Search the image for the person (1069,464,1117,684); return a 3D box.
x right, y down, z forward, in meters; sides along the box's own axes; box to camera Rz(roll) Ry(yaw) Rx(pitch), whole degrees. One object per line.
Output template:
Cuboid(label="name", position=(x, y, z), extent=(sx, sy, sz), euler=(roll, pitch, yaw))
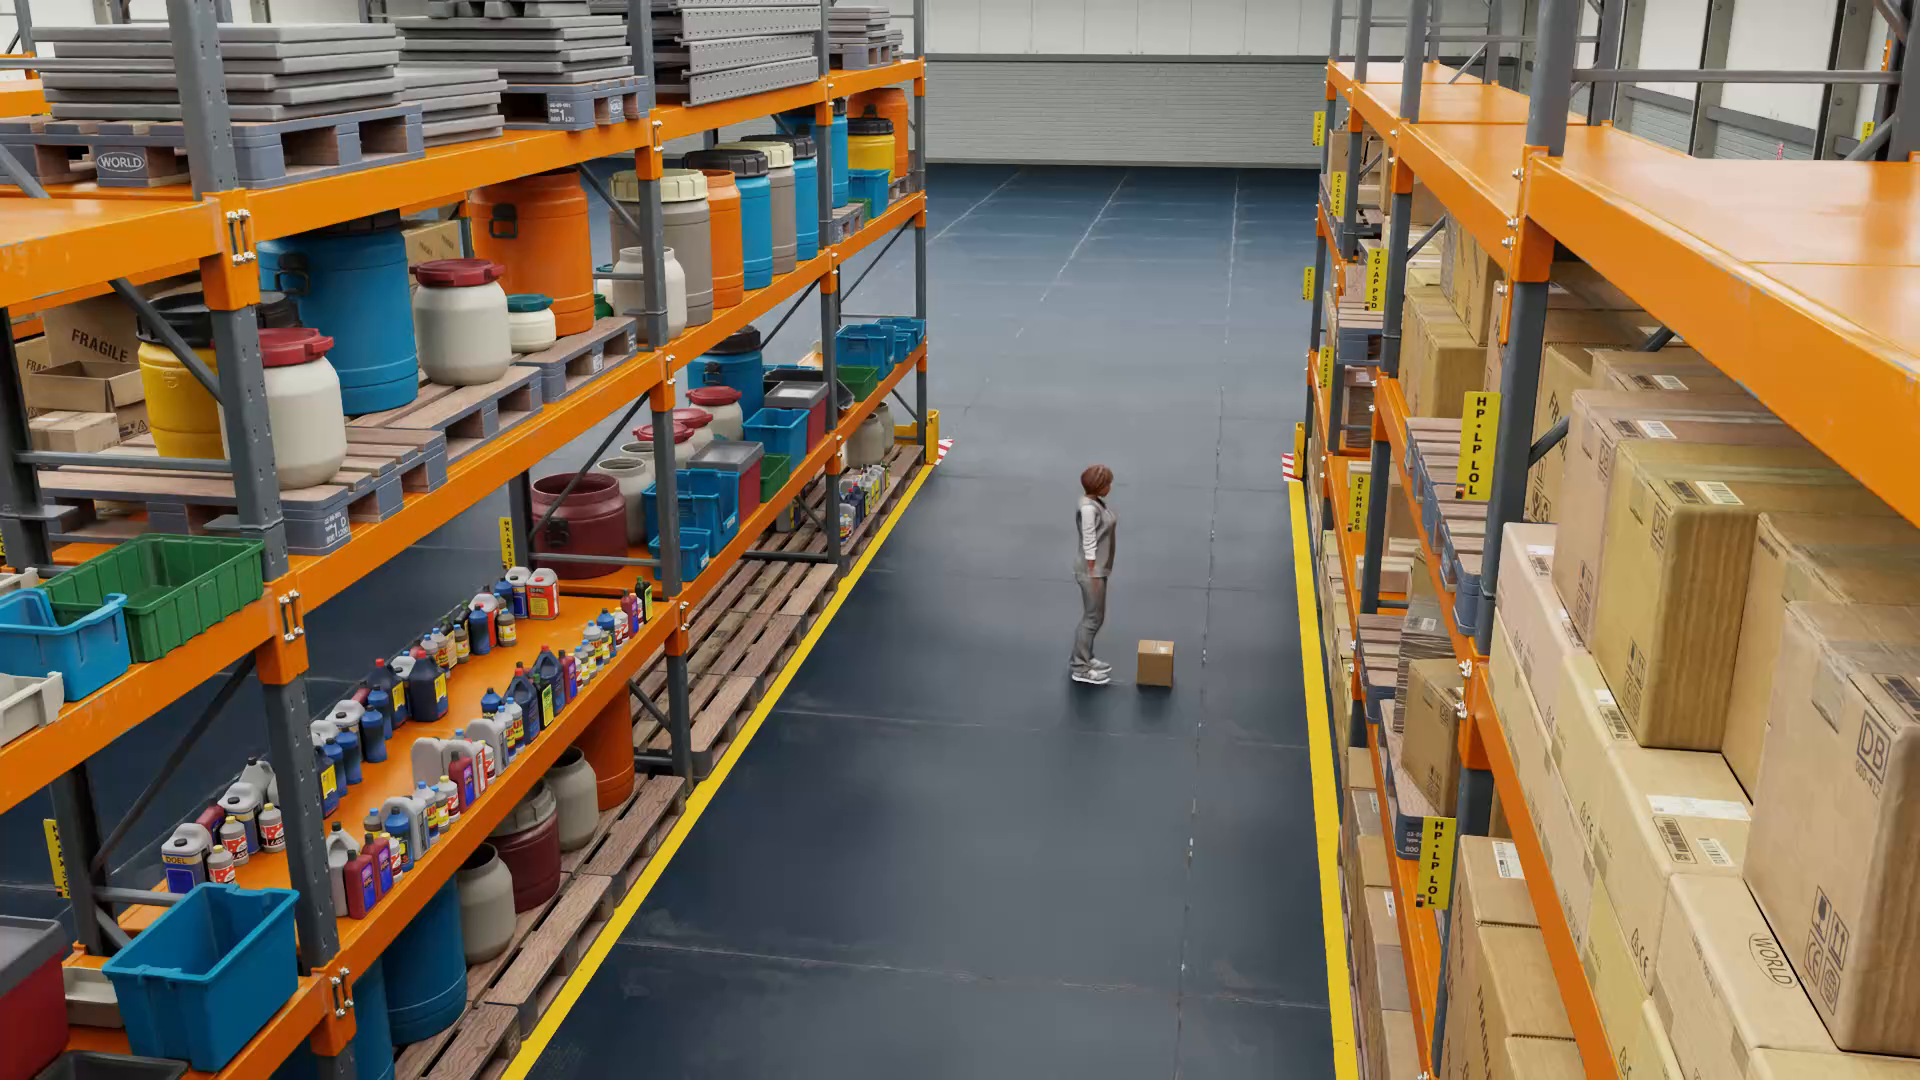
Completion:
Cuboid(label="person", position=(0.956, 0.227, 11.896), extent=(0.299, 1.596, 0.407), euler=(3, 18, 10))
